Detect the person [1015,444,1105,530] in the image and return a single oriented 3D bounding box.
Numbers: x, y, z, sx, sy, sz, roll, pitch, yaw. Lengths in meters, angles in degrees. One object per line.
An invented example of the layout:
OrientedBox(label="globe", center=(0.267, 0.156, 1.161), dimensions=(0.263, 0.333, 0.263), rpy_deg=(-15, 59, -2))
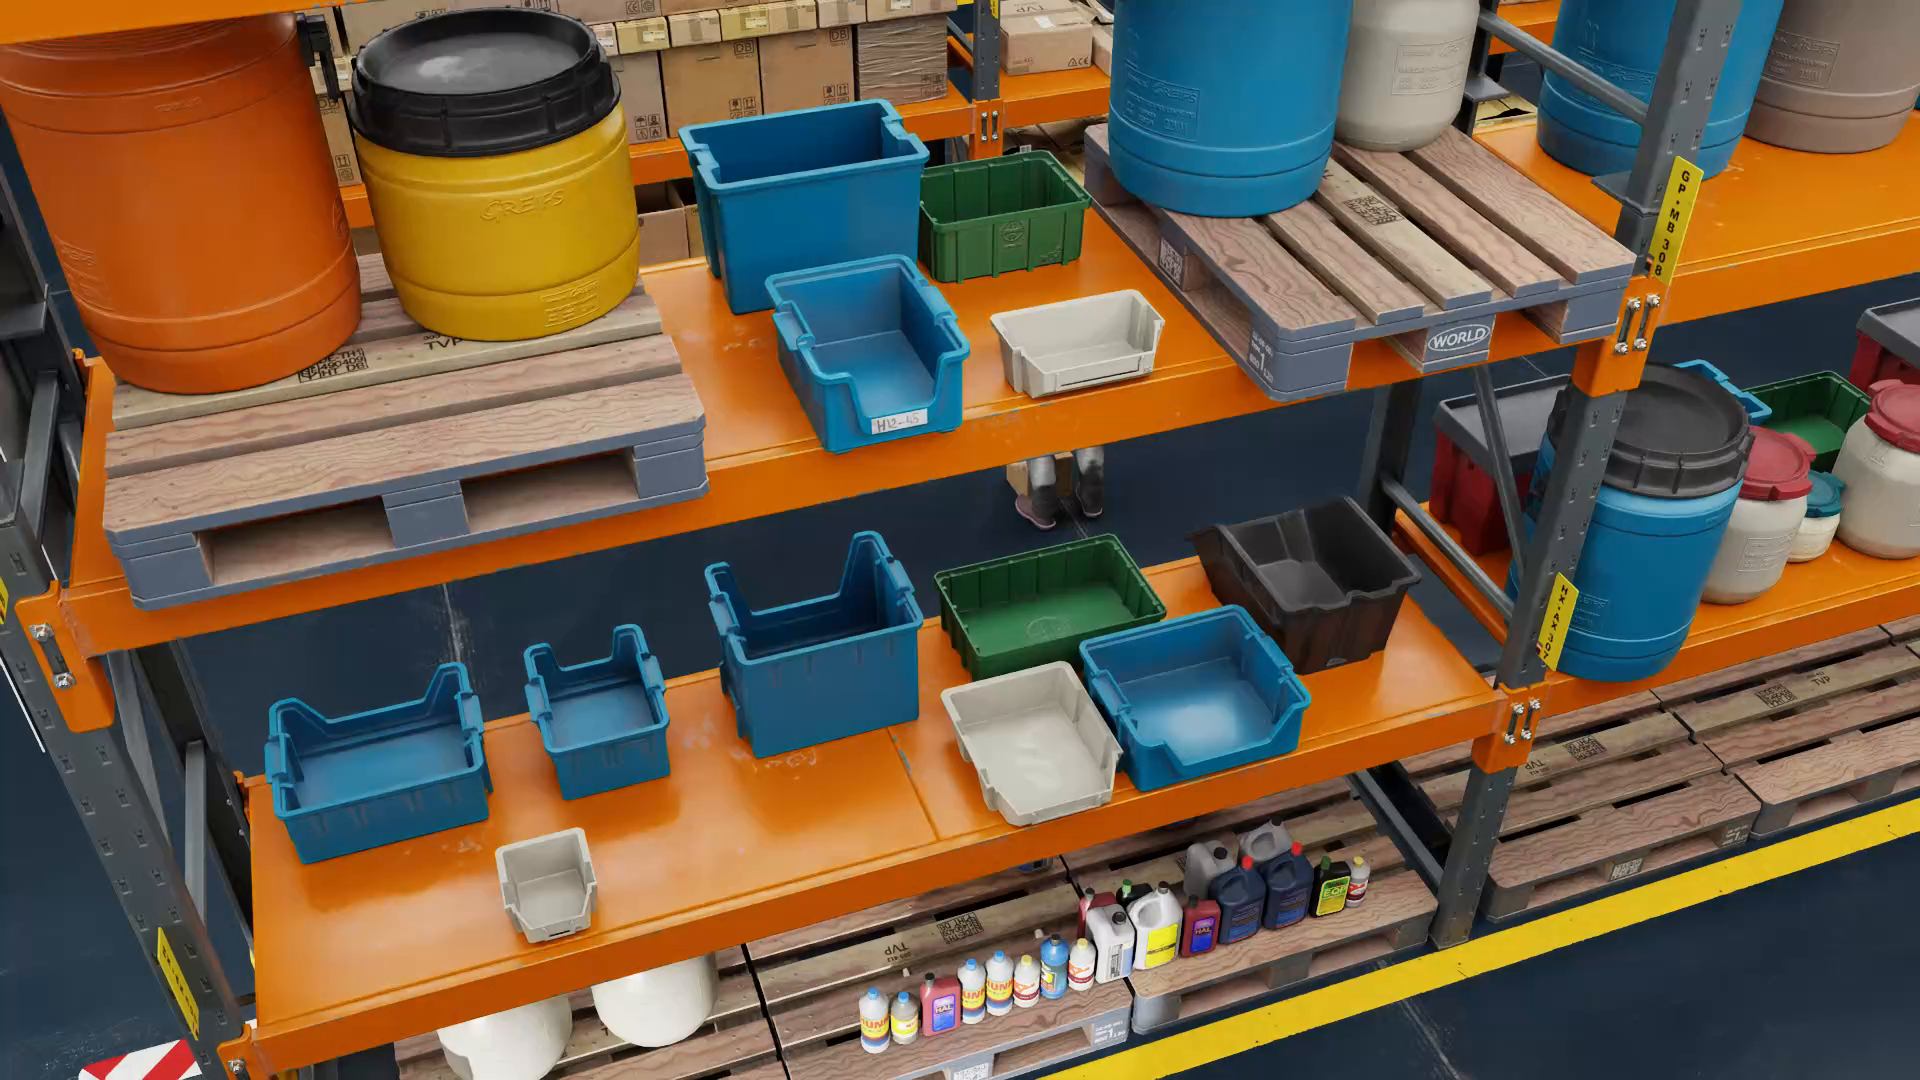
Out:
OrientedBox(label="person", center=(0.500, -0.791, 7.801), dimensions=(0.491, 1.655, 0.348), rpy_deg=(-13, 40, -16))
